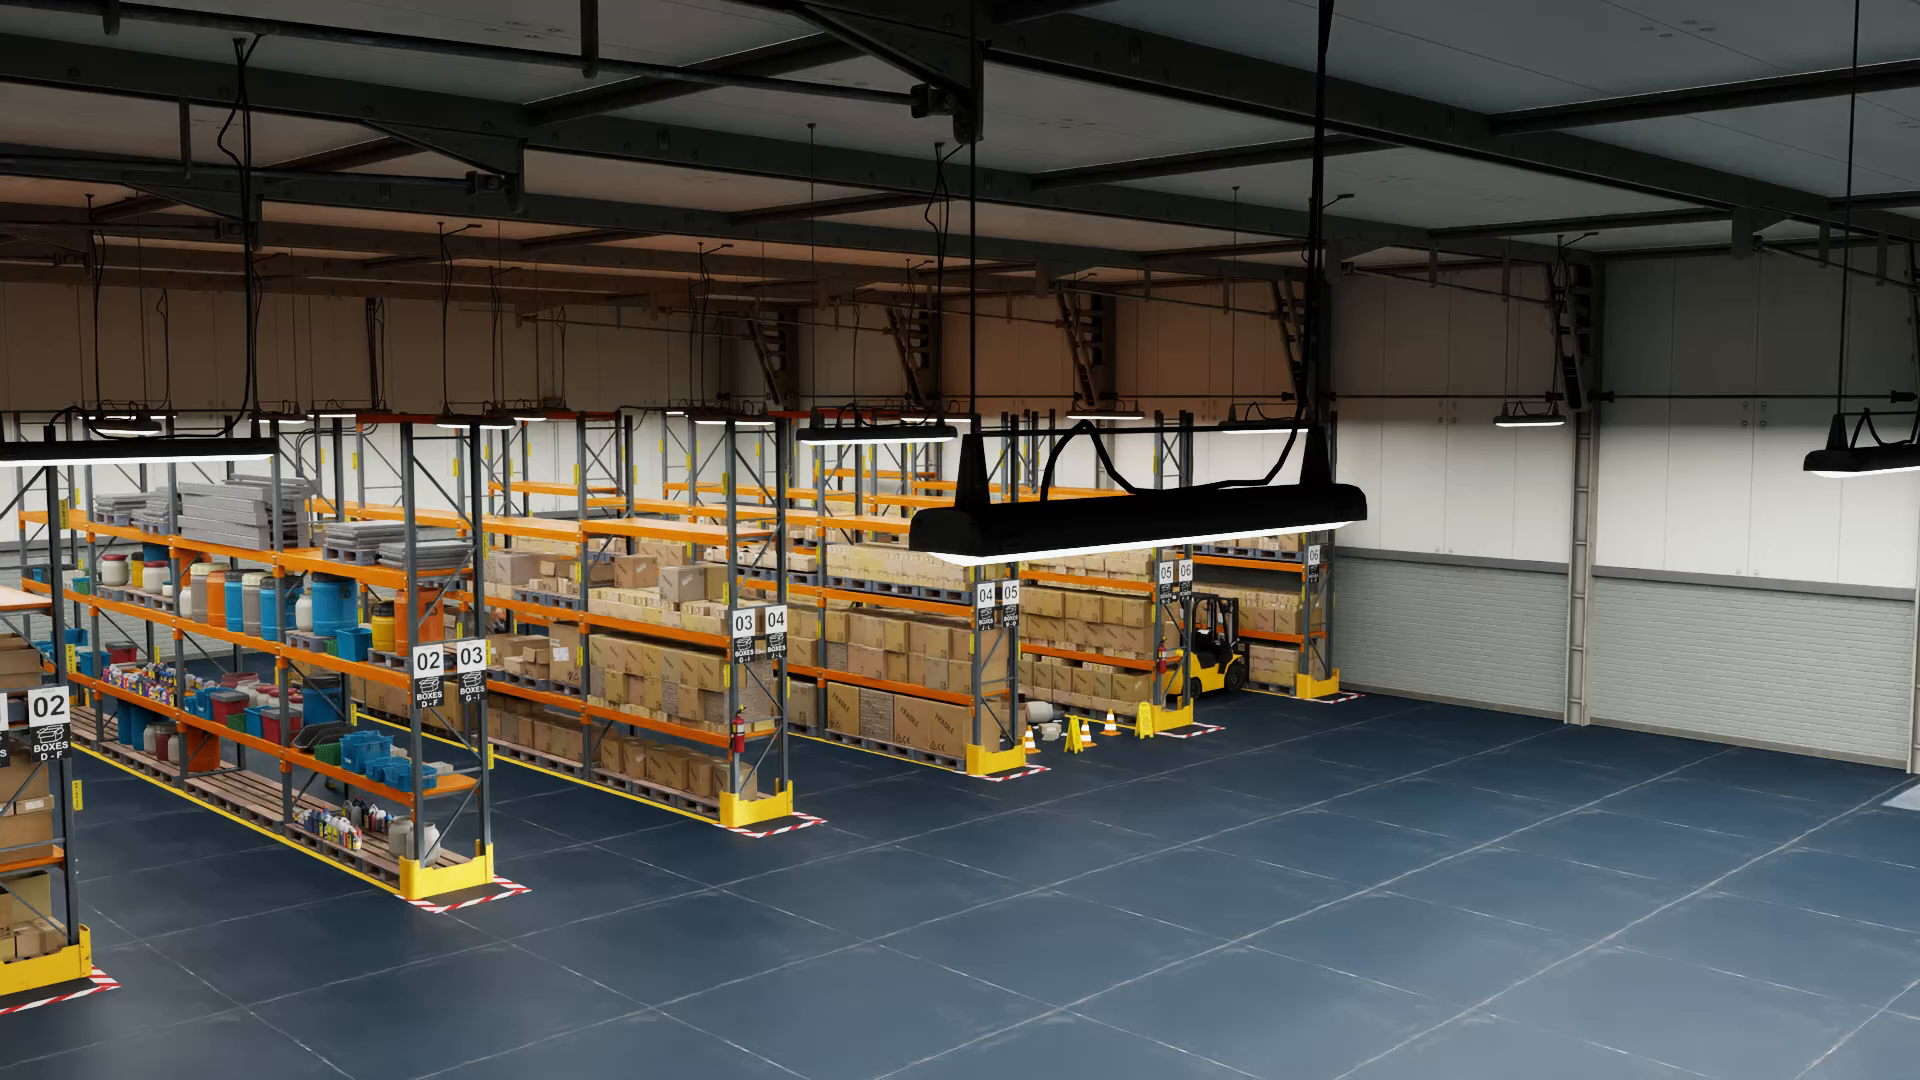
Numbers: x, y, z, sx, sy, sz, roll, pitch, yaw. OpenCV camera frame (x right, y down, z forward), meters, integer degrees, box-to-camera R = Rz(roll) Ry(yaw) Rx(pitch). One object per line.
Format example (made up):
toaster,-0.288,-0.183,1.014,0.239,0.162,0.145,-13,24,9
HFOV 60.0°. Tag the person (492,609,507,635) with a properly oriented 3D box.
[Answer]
person,-9.992,2.337,36.238,0.540,1.653,1.089,-5,7,-44

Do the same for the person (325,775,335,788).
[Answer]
person,-10.234,3.109,26.910,0.590,1.752,0.481,-3,6,-30
